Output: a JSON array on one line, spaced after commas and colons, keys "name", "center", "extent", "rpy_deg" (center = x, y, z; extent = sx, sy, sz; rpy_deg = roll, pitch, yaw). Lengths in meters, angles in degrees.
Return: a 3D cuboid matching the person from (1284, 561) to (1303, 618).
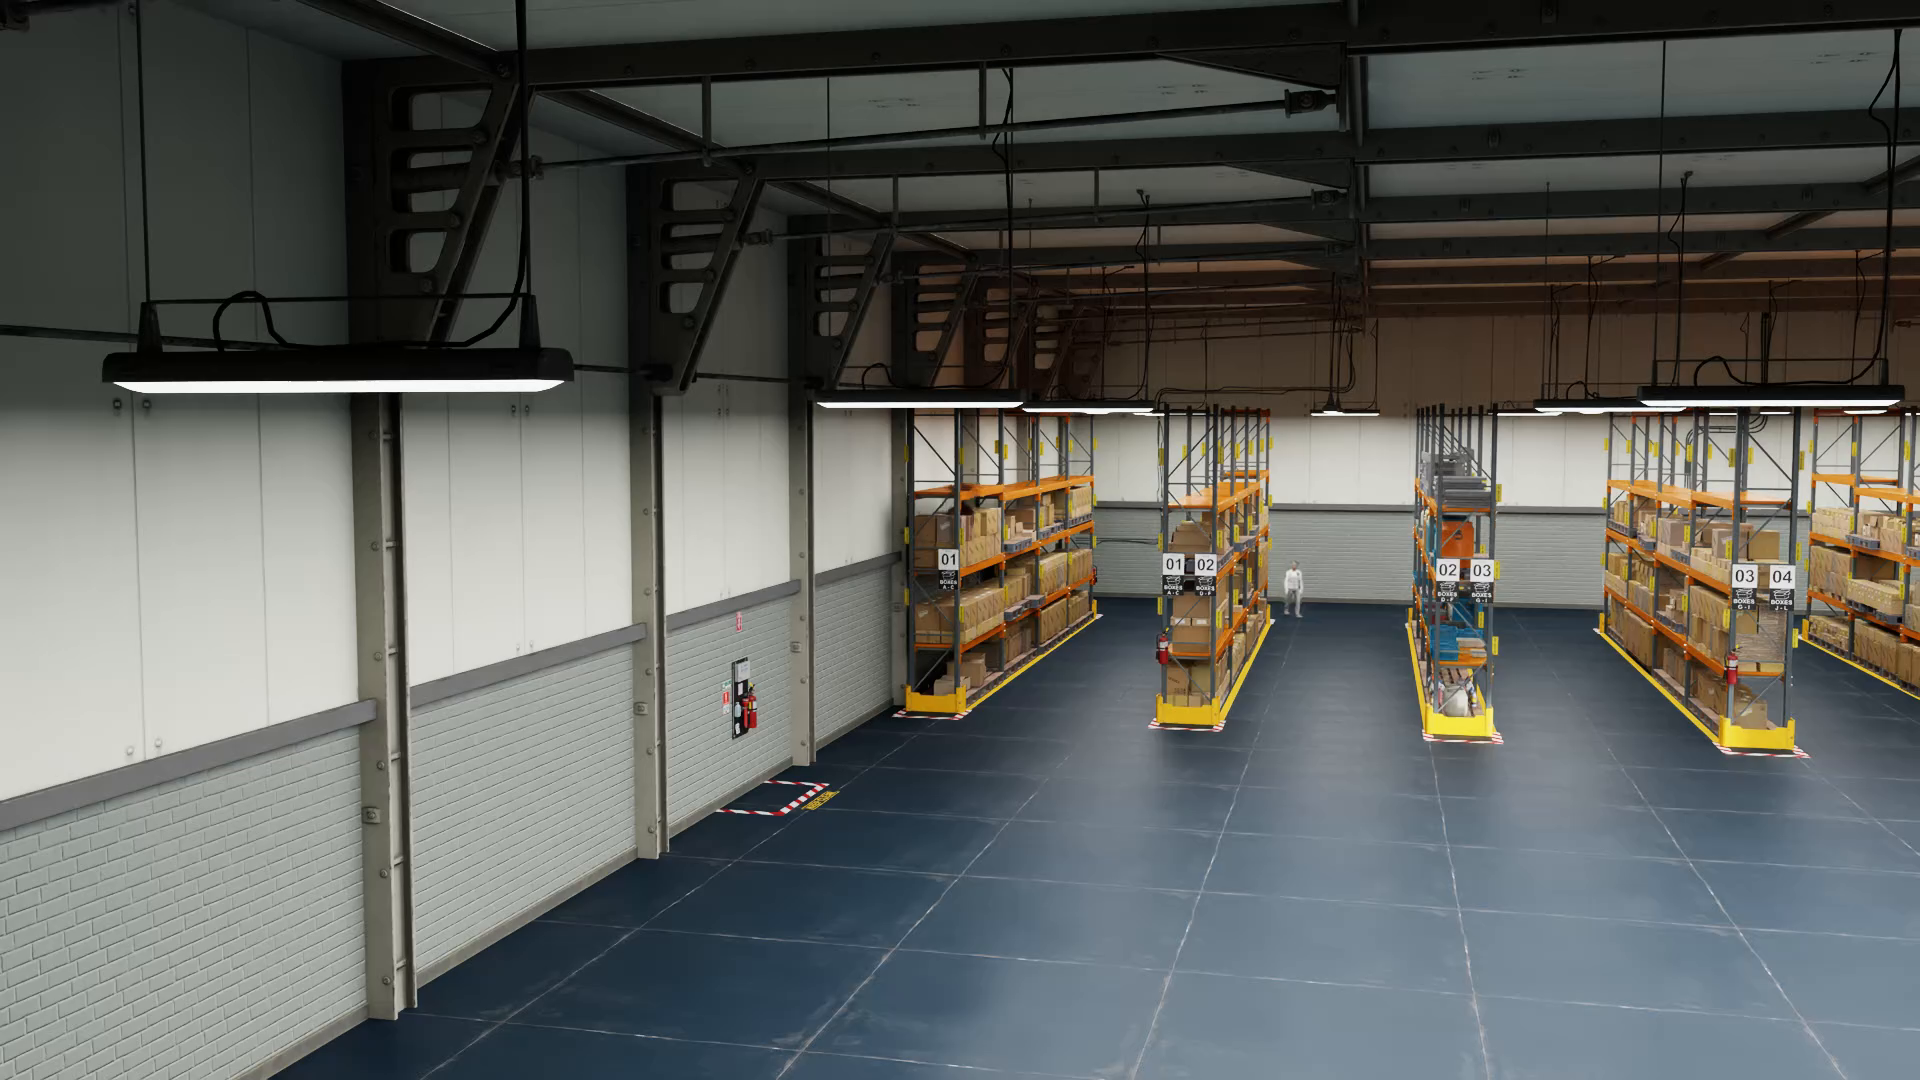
[{"name": "person", "center": [9.637, 1.409, 47.982], "extent": [0.560, 1.643, 0.935], "rpy_deg": [0, 4, -6]}]
